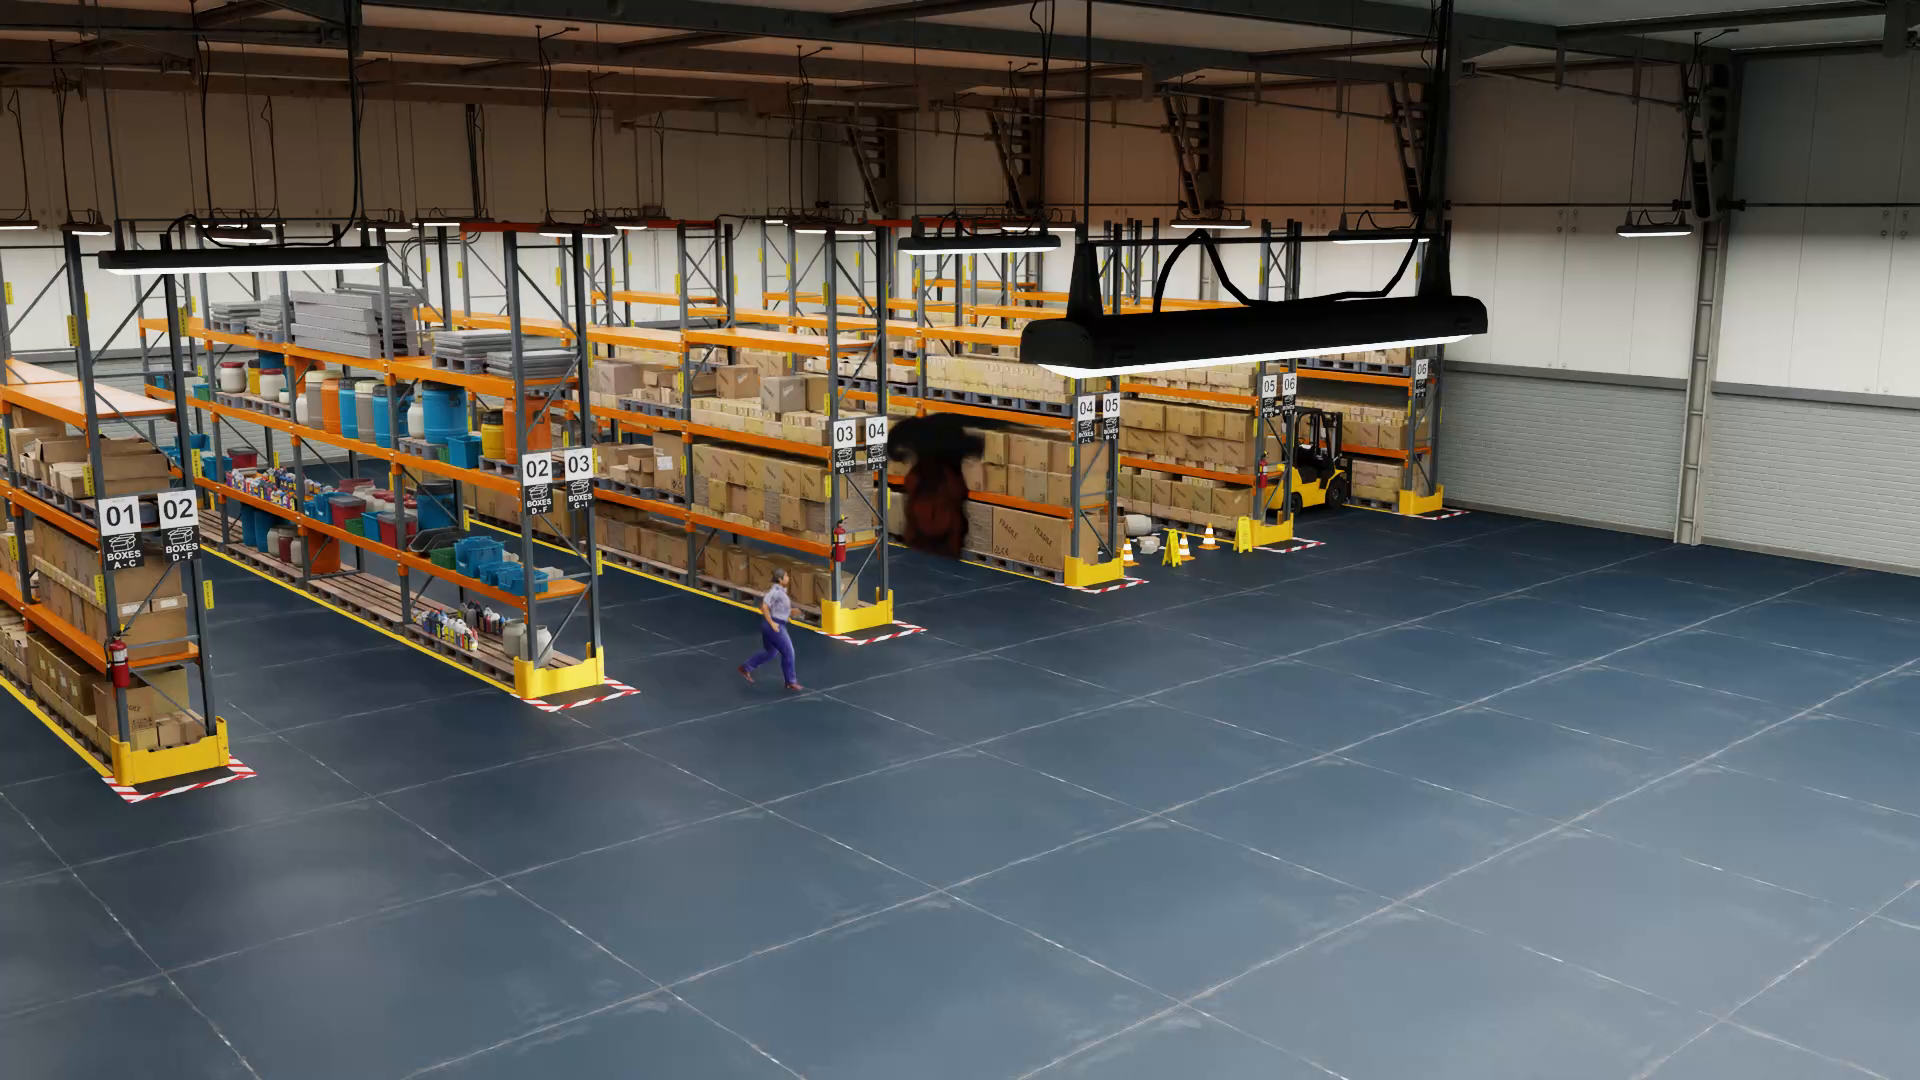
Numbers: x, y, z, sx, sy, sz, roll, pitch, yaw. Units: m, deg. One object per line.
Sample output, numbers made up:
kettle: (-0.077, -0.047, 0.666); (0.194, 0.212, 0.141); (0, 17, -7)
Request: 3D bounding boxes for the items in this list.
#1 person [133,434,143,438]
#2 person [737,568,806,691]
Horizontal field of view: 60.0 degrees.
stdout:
person: (-16.757, -1.326, 33.989); (0.899, 1.656, 0.746); (-7, 13, -30)
person: (-2.495, 1.199, 21.903); (0.909, 1.647, 0.566); (-2, 12, -8)
